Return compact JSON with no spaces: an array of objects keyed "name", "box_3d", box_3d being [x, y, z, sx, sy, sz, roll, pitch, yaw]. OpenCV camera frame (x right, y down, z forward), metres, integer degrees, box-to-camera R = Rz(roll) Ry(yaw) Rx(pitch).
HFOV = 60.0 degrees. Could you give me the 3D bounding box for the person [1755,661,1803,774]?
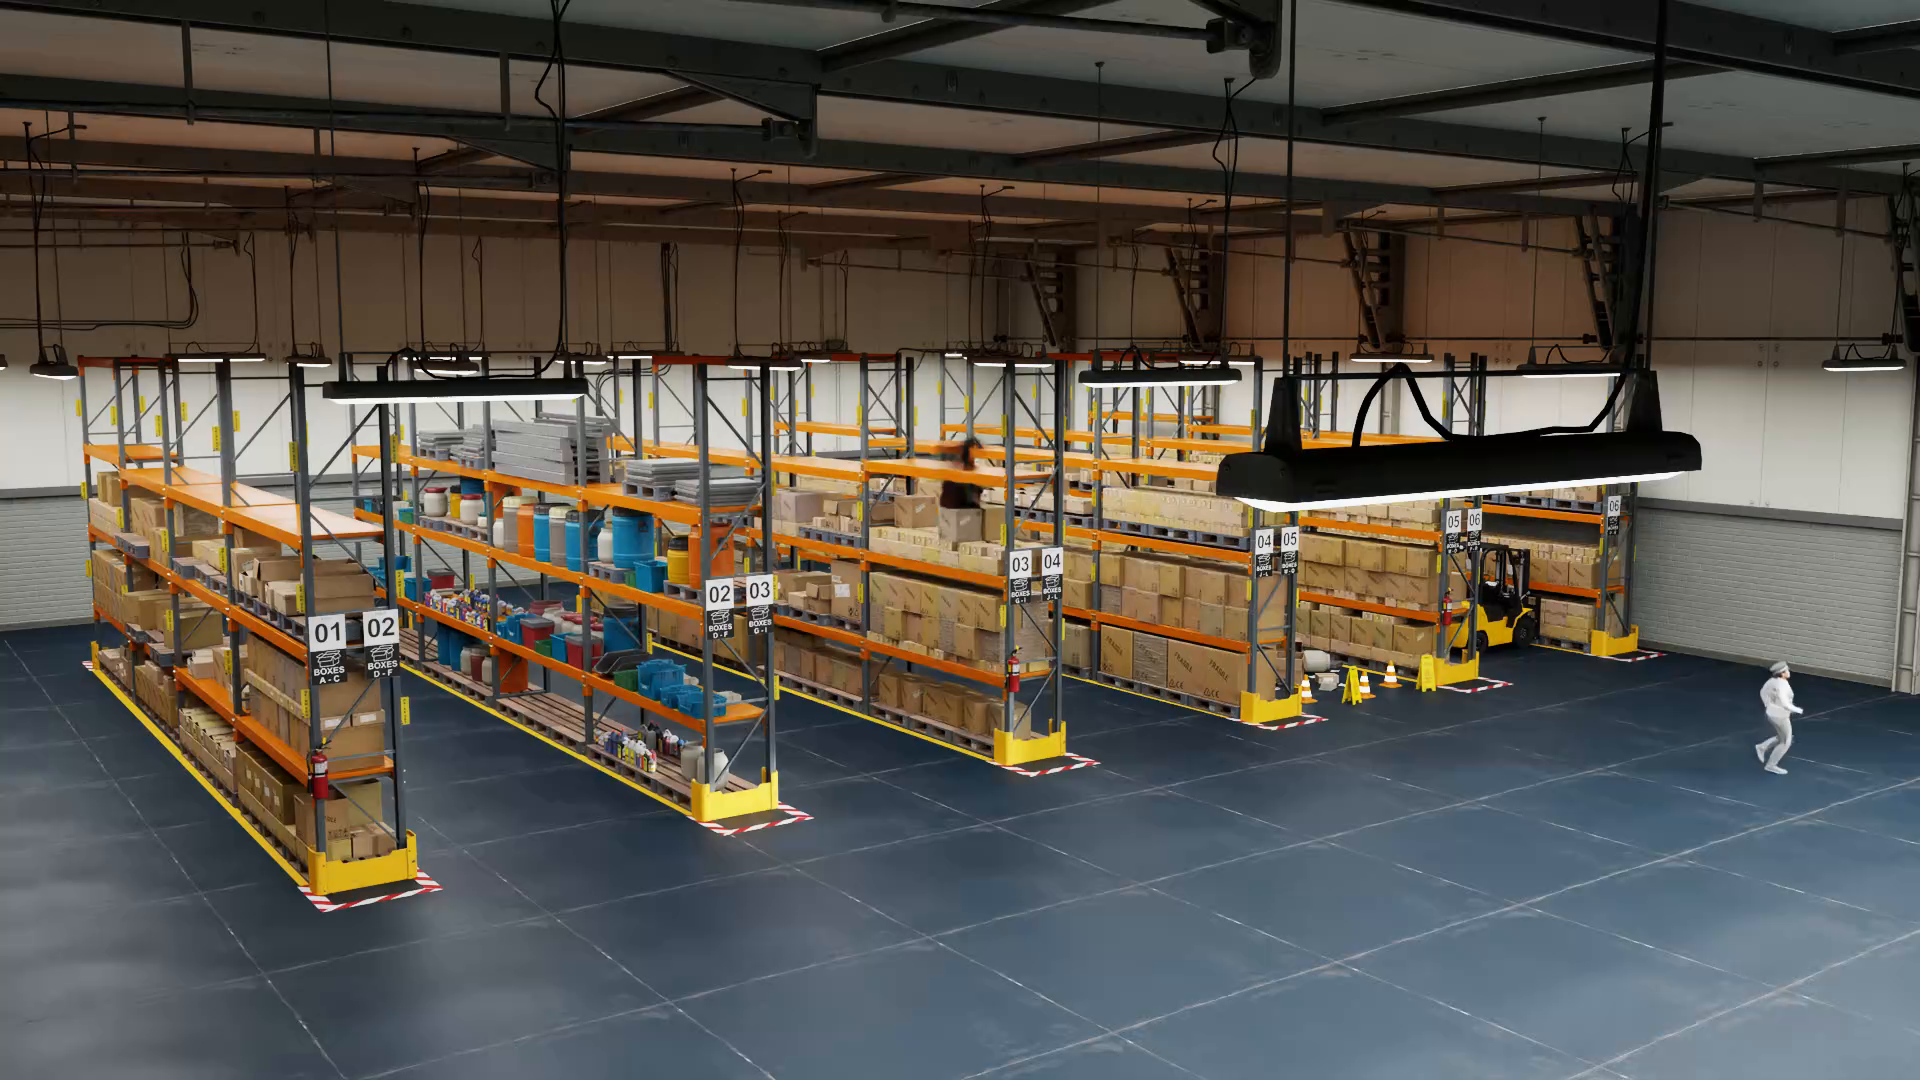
[{"name":"person","box_3d":[11.965,2.576,24.269,0.561,1.665,0.658,1,7,7]}]
